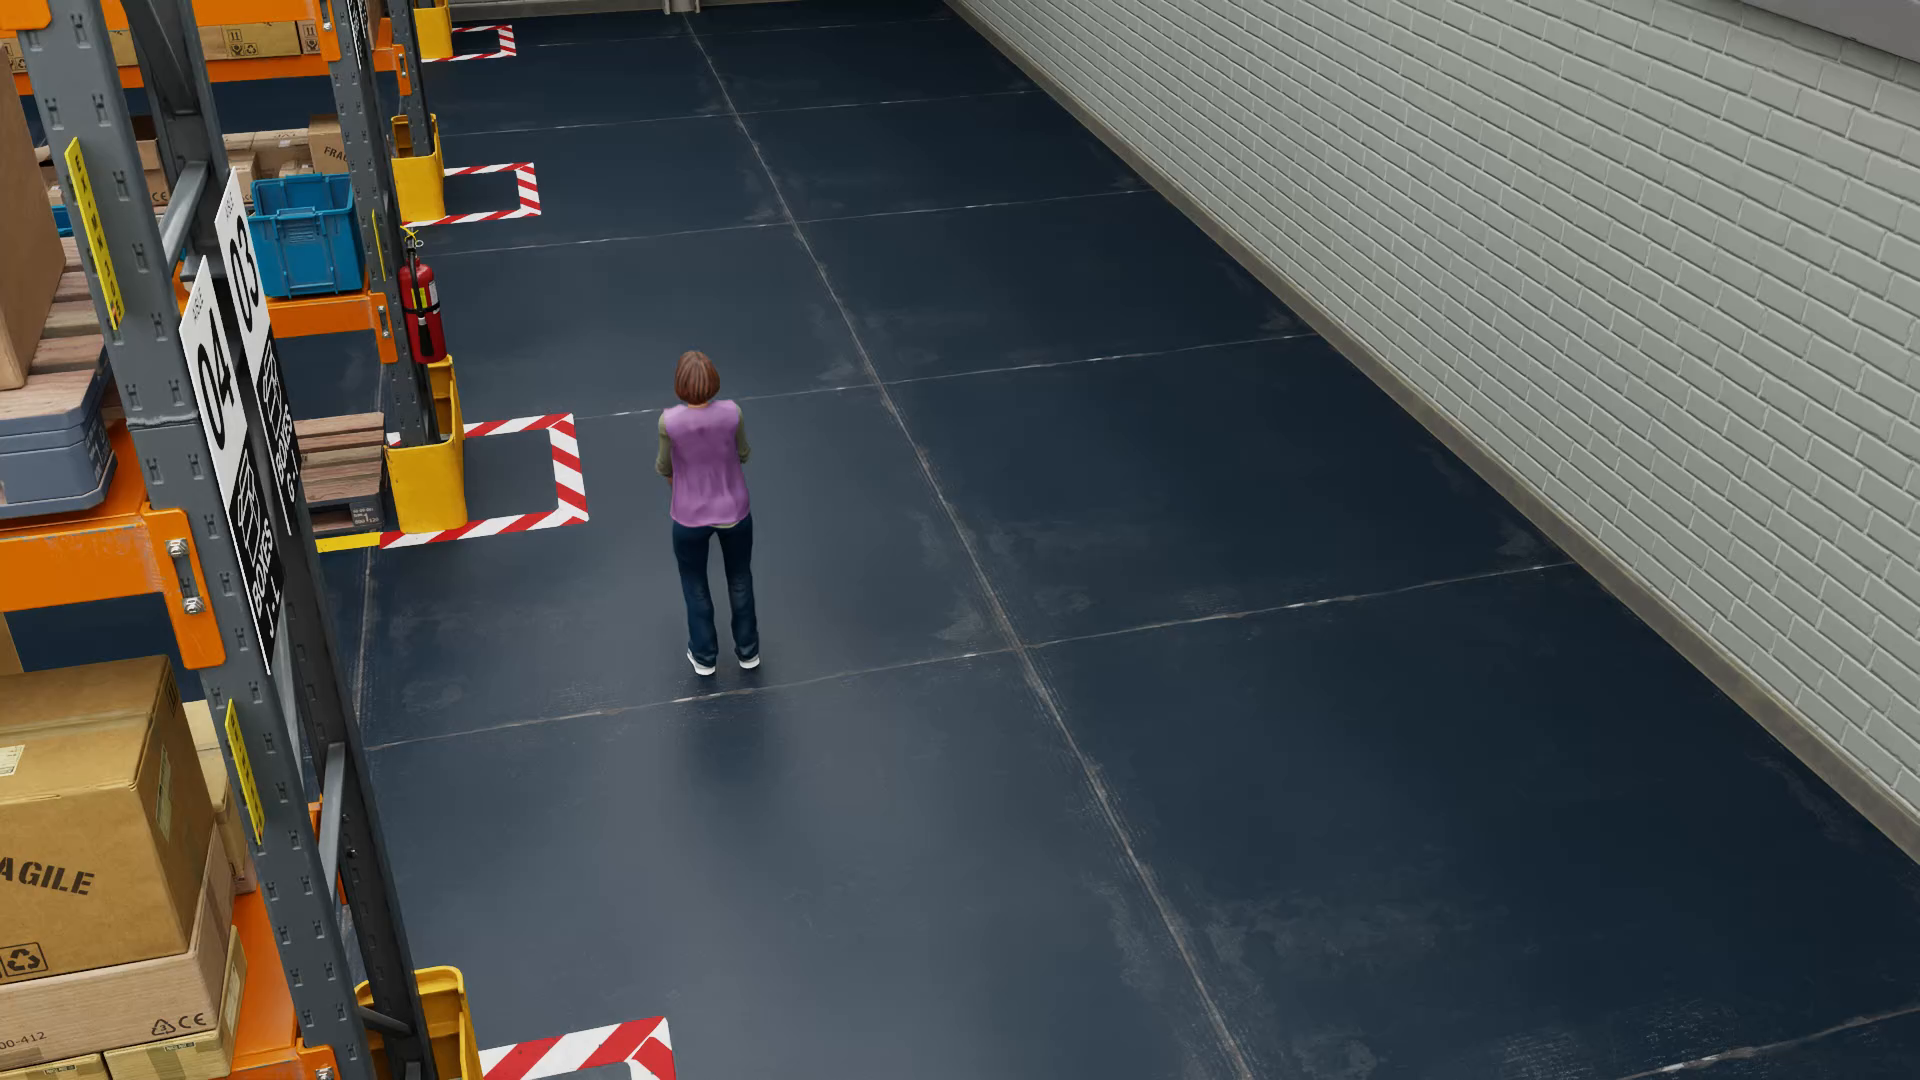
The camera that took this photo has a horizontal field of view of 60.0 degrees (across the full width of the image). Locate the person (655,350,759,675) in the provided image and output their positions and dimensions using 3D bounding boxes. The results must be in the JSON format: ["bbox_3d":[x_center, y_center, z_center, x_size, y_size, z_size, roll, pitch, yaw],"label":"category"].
[{"bbox_3d":[-1.124,-0.149,7.406,0.419,1.579,0.492,-8,32,-13],"label":"person"}]
